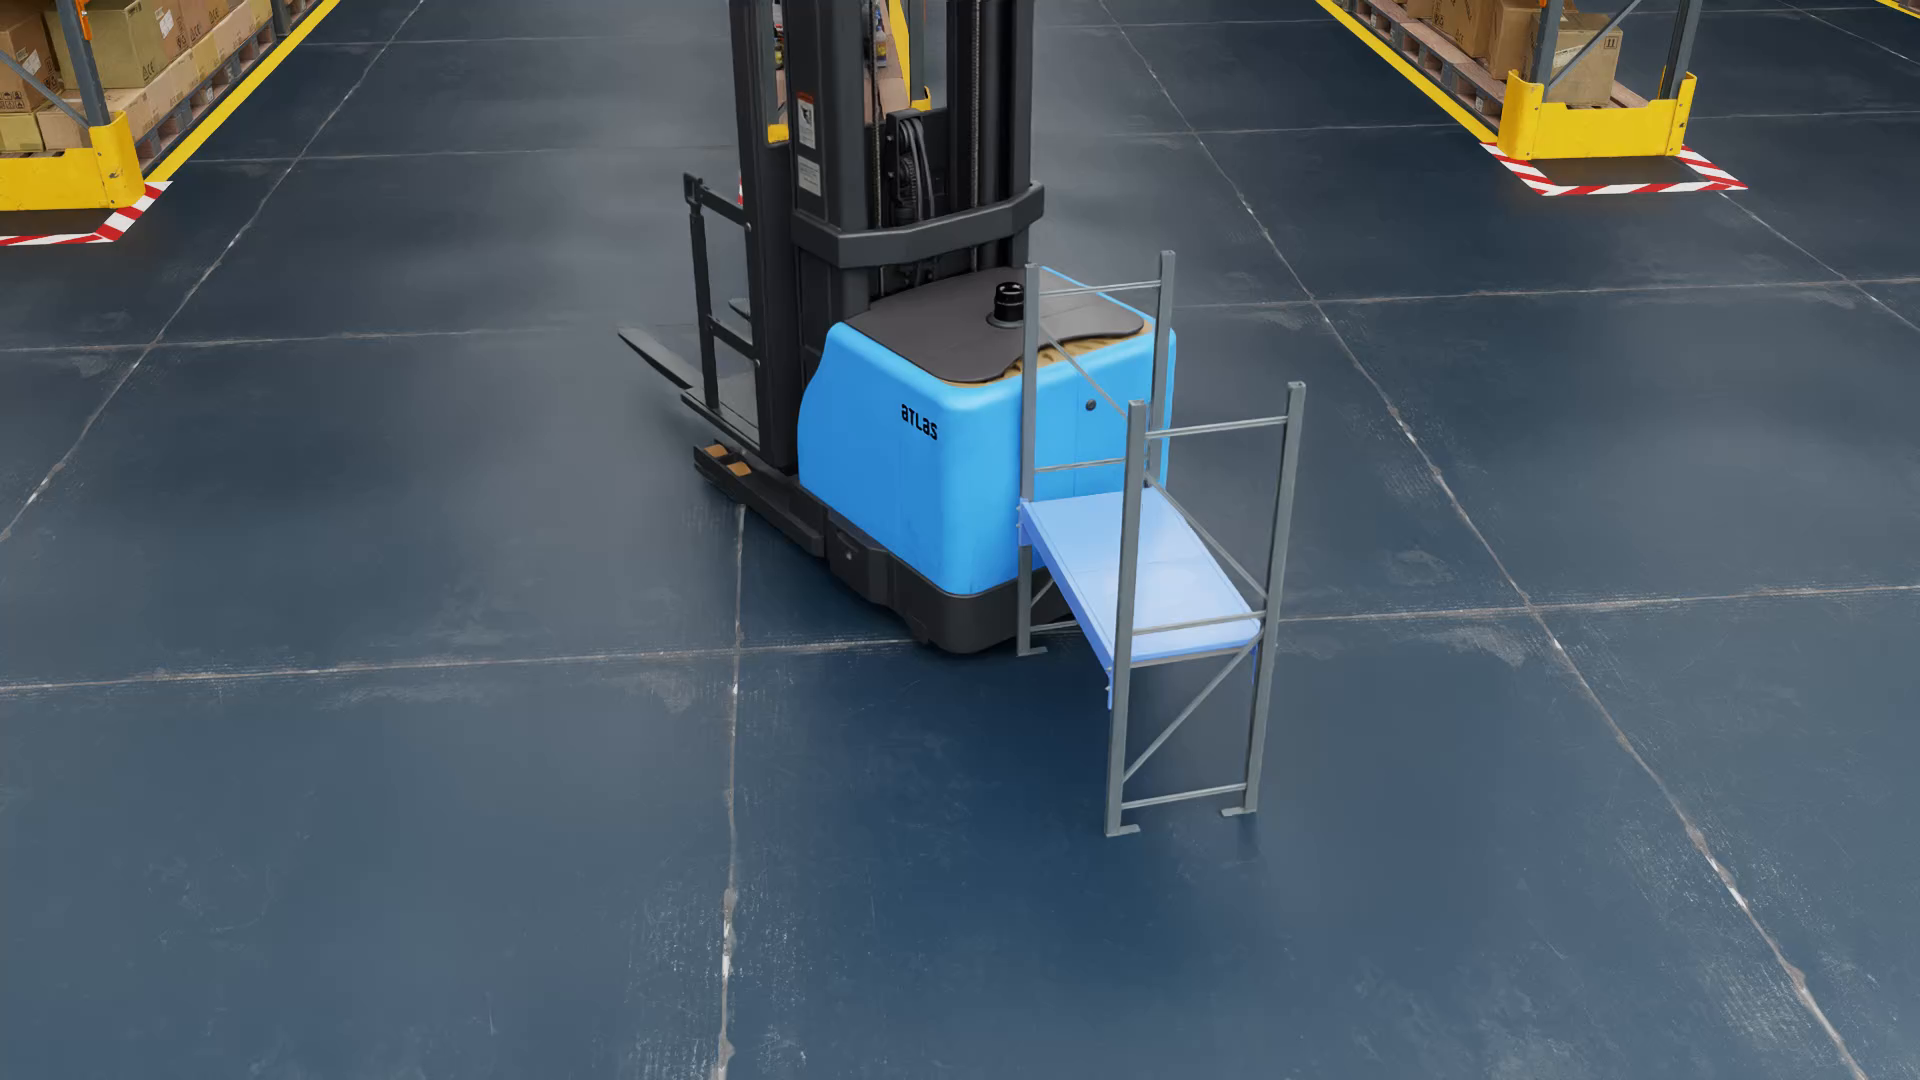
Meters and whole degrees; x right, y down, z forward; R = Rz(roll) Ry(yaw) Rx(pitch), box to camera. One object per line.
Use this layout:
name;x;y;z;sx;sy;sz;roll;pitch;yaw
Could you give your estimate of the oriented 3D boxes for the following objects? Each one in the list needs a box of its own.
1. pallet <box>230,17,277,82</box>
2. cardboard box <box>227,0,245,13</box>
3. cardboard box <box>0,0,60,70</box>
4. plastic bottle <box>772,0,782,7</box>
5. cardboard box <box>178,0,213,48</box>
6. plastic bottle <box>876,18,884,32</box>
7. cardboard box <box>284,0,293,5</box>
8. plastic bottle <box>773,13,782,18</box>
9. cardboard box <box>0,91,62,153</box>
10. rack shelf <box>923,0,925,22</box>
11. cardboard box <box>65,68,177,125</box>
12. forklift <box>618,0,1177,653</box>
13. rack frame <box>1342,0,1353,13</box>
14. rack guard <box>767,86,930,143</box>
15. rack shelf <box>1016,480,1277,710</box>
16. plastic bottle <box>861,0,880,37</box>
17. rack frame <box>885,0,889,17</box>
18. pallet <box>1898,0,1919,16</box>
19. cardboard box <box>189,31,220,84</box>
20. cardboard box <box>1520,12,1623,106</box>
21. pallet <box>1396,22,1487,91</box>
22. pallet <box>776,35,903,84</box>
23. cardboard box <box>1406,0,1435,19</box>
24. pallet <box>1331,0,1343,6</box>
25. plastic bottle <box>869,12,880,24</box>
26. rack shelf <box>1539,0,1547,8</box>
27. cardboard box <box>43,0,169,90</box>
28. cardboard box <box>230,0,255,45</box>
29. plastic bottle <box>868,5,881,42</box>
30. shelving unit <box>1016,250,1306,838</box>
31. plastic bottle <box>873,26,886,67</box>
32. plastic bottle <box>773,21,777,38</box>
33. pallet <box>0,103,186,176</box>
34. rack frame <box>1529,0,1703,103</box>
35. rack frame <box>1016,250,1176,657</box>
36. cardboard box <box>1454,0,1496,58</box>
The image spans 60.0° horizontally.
pallet;-6.000;-3.824;12.947;1.003;0.211;1.213;-3;31;-5
cardboard box;-5.736;-4.269;12.513;0.500;0.500;0.500;-3;31;-5
cardboard box;-6.113;-3.478;11.189;0.500;0.500;0.500;-3;31;-5
plastic bottle;-1.381;-3.971;12.627;0.144;0.351;0.185;-3;31;-5
cardboard box;-5.625;-3.759;11.659;0.500;0.500;0.500;-3;31;-5
plastic bottle;-0.589;-3.702;12.243;0.061;0.283;0.133;-2;31;-4
cardboard box;-5.823;-4.647;13.877;0.500;0.250;0.500;-3;31;-6
plastic bottle;-1.344;-3.760;12.346;0.152;0.276;0.135;-4;31;-6
cardboard box;-6.003;-2.647;10.528;0.500;0.250;0.500;-3;31;-5
rack shelf;-0.914;-4.335;11.784;1.077;0.370;4.000;-3;31;-5
cardboard box;-5.538;-2.927;10.996;0.500;0.250;0.500;-3;31;-5
forklift;-0.485;-1.554;6.494;1.130;2.935;3.031;-21;37;-31
rack frame;3.831;-5.902;13.706;1.000;3.000;0.127;-3;31;-5
rack guard;-0.781;-2.586;10.592;1.175;0.500;0.348;-3;31;-5
rack shelf;0.574;0.149;5.389;0.538;0.185;1.000;-7;32;-12
plastic bottle;-0.694;-4.023;12.788;0.152;0.276;0.135;-2;31;-4
rack frame;-1.100;-5.665;13.309;1.000;3.000;0.127;-3;31;-5
pallet;8.772;-4.499;14.076;1.003;0.211;1.213;-3;31;-5
cardboard box;-5.626;-3.437;11.852;0.500;0.250;0.500;-3;31;-5
cardboard box;4.163;-3.287;11.356;0.500;0.500;0.500;3;31;5
pallet;4.046;-3.740;12.805;1.003;0.211;1.213;-3;31;-5
pallet;-0.962;-3.499;12.401;1.003;0.211;1.213;-3;31;-5
cardboard box;3.890;-4.511;13.405;0.500;0.500;0.500;7;32;11
pallet;3.757;-5.102;15.087;1.003;0.211;1.213;-3;31;-5
plastic bottle;-0.627;-3.807;12.430;0.097;0.271;0.097;0;31;0
rack shelf;4.018;-4.572;12.181;1.077;0.370;4.000;-3;31;-5
cardboard box;-5.536;-3.249;10.804;0.500;0.500;0.500;-3;31;-5
cardboard box;-5.735;-3.947;12.705;0.500;0.250;0.500;-3;31;-5
plastic bottle;-0.646;-3.910;12.603;0.097;0.271;0.097;0;31;0
shelving unit;0.574;-0.005;5.296;0.538;1.500;1.048;-7;32;-12
plastic bottle;-0.586;-3.581;12.051;0.097;0.271;0.097;0;31;0
plastic bottle;-1.364;-3.621;12.107;0.061;0.283;0.133;-2;31;-3
pallet;-5.772;-2.579;10.861;1.003;0.211;1.213;-3;31;-5
rack frame;4.205;-3.860;10.287;1.000;3.000;0.127;-3;31;-5
rack frame;0.451;-0.258;5.720;0.500;1.500;0.032;-7;32;-12
cardboard box;4.033;-3.911;12.400;0.500;0.500;0.500;0;31;0
